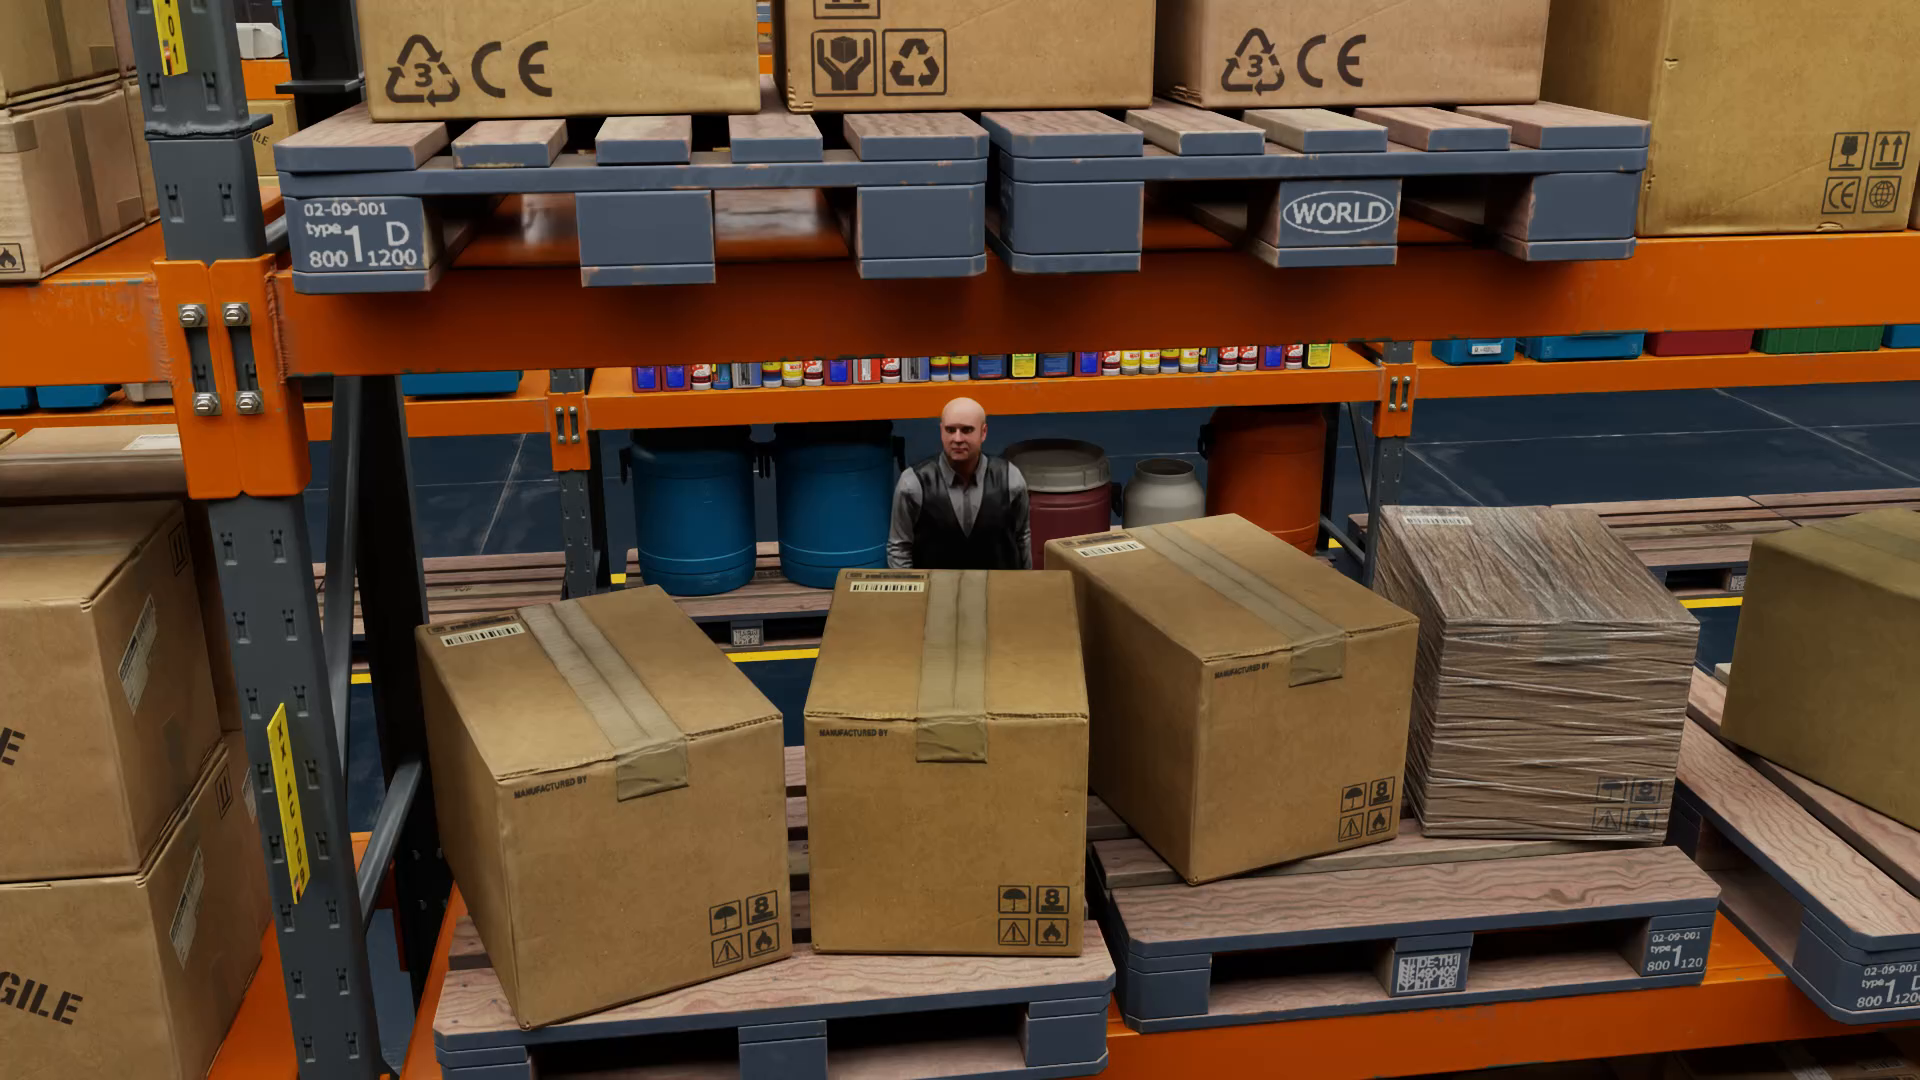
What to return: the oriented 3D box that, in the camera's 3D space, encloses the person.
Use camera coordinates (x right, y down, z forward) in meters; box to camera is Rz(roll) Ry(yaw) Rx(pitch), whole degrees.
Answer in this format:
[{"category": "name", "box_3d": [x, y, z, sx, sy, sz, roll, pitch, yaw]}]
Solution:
[{"category": "person", "box_3d": [0.003, 0.249, 6.472, 0.563, 1.669, 1.103, 0, 20, 1]}]
